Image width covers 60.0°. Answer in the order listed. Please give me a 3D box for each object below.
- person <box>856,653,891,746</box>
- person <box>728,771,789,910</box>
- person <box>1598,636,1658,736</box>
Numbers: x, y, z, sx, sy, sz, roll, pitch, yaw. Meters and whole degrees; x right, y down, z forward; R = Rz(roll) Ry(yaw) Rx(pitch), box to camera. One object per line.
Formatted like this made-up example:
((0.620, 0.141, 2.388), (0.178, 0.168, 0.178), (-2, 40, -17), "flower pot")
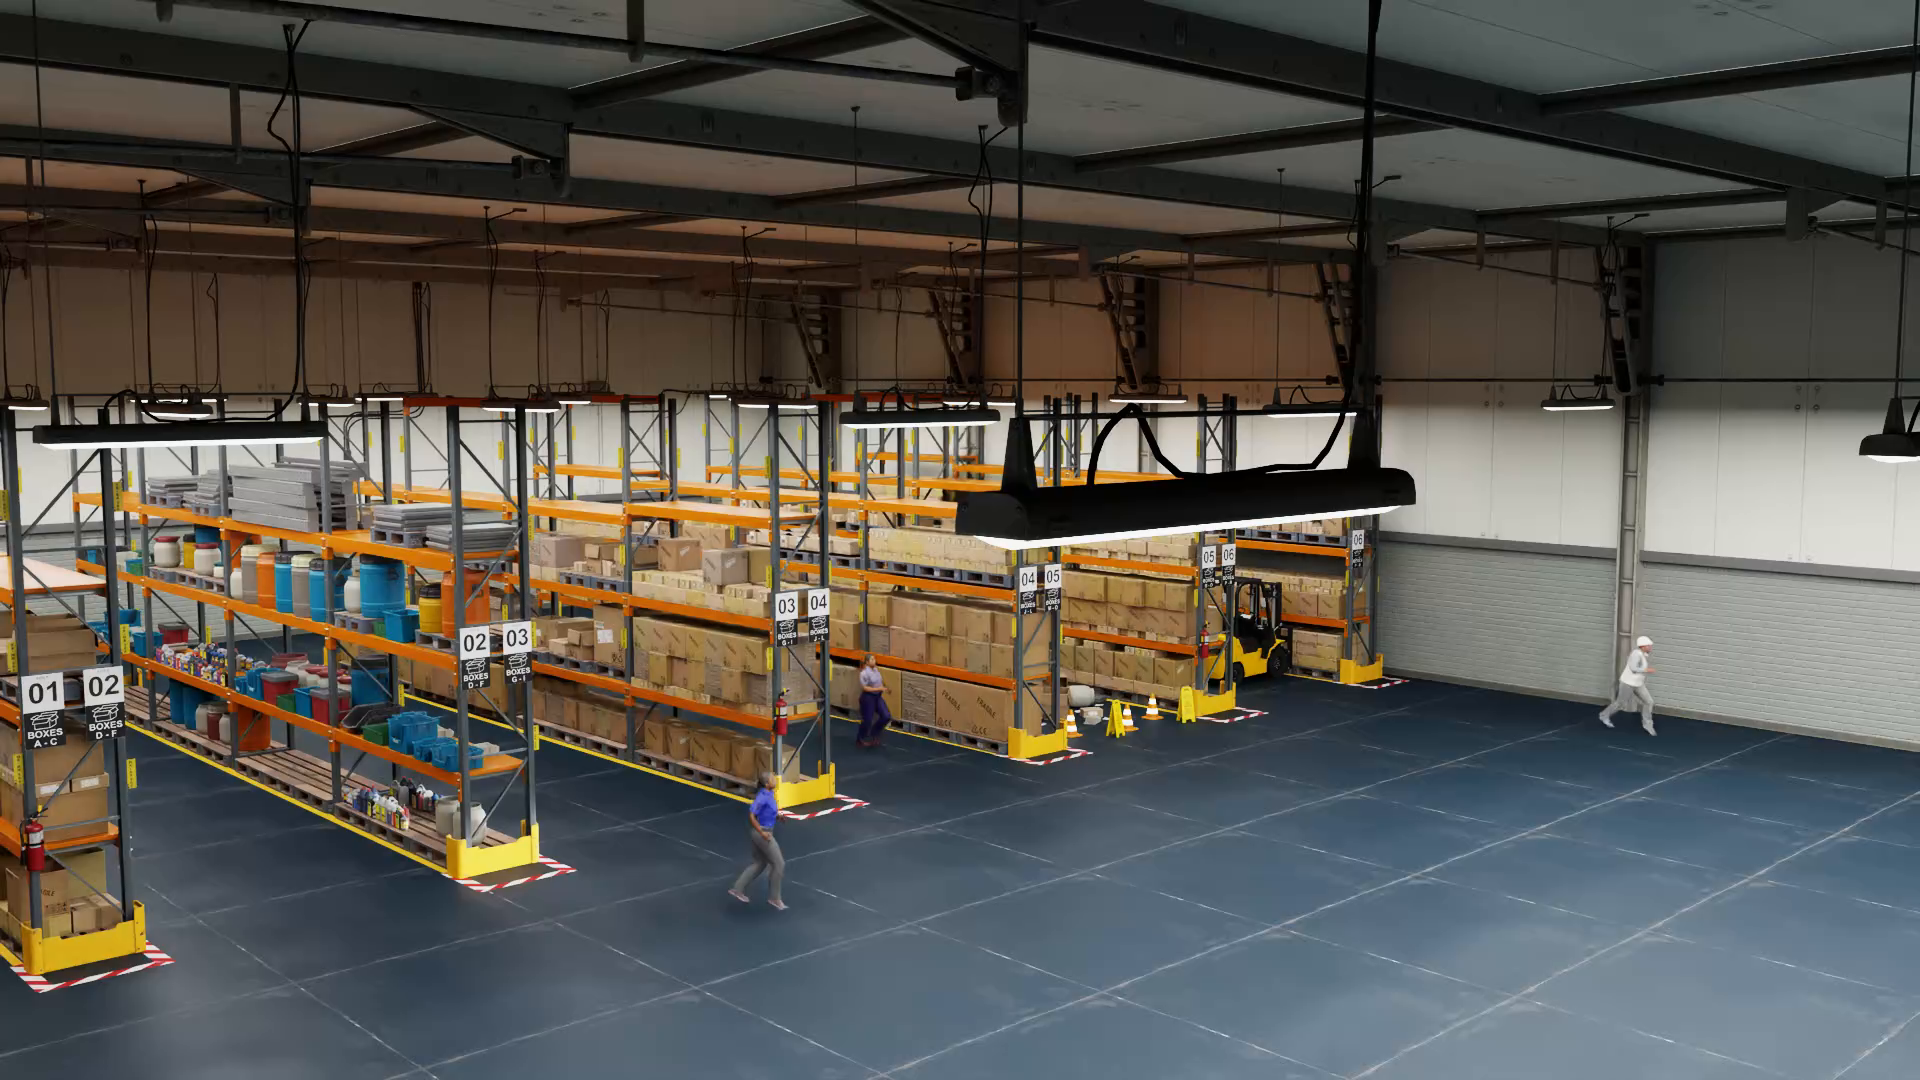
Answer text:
((-1.501, 2.764, 28.564), (0.643, 1.615, 0.579), (4, 7, 35), "person")
((-2.410, 3.602, 19.900), (0.712, 1.717, 0.606), (-1, 6, -9), "person")
((11.982, 2.592, 29.778), (1.013, 1.787, 0.657), (5, 7, 41), "person")
